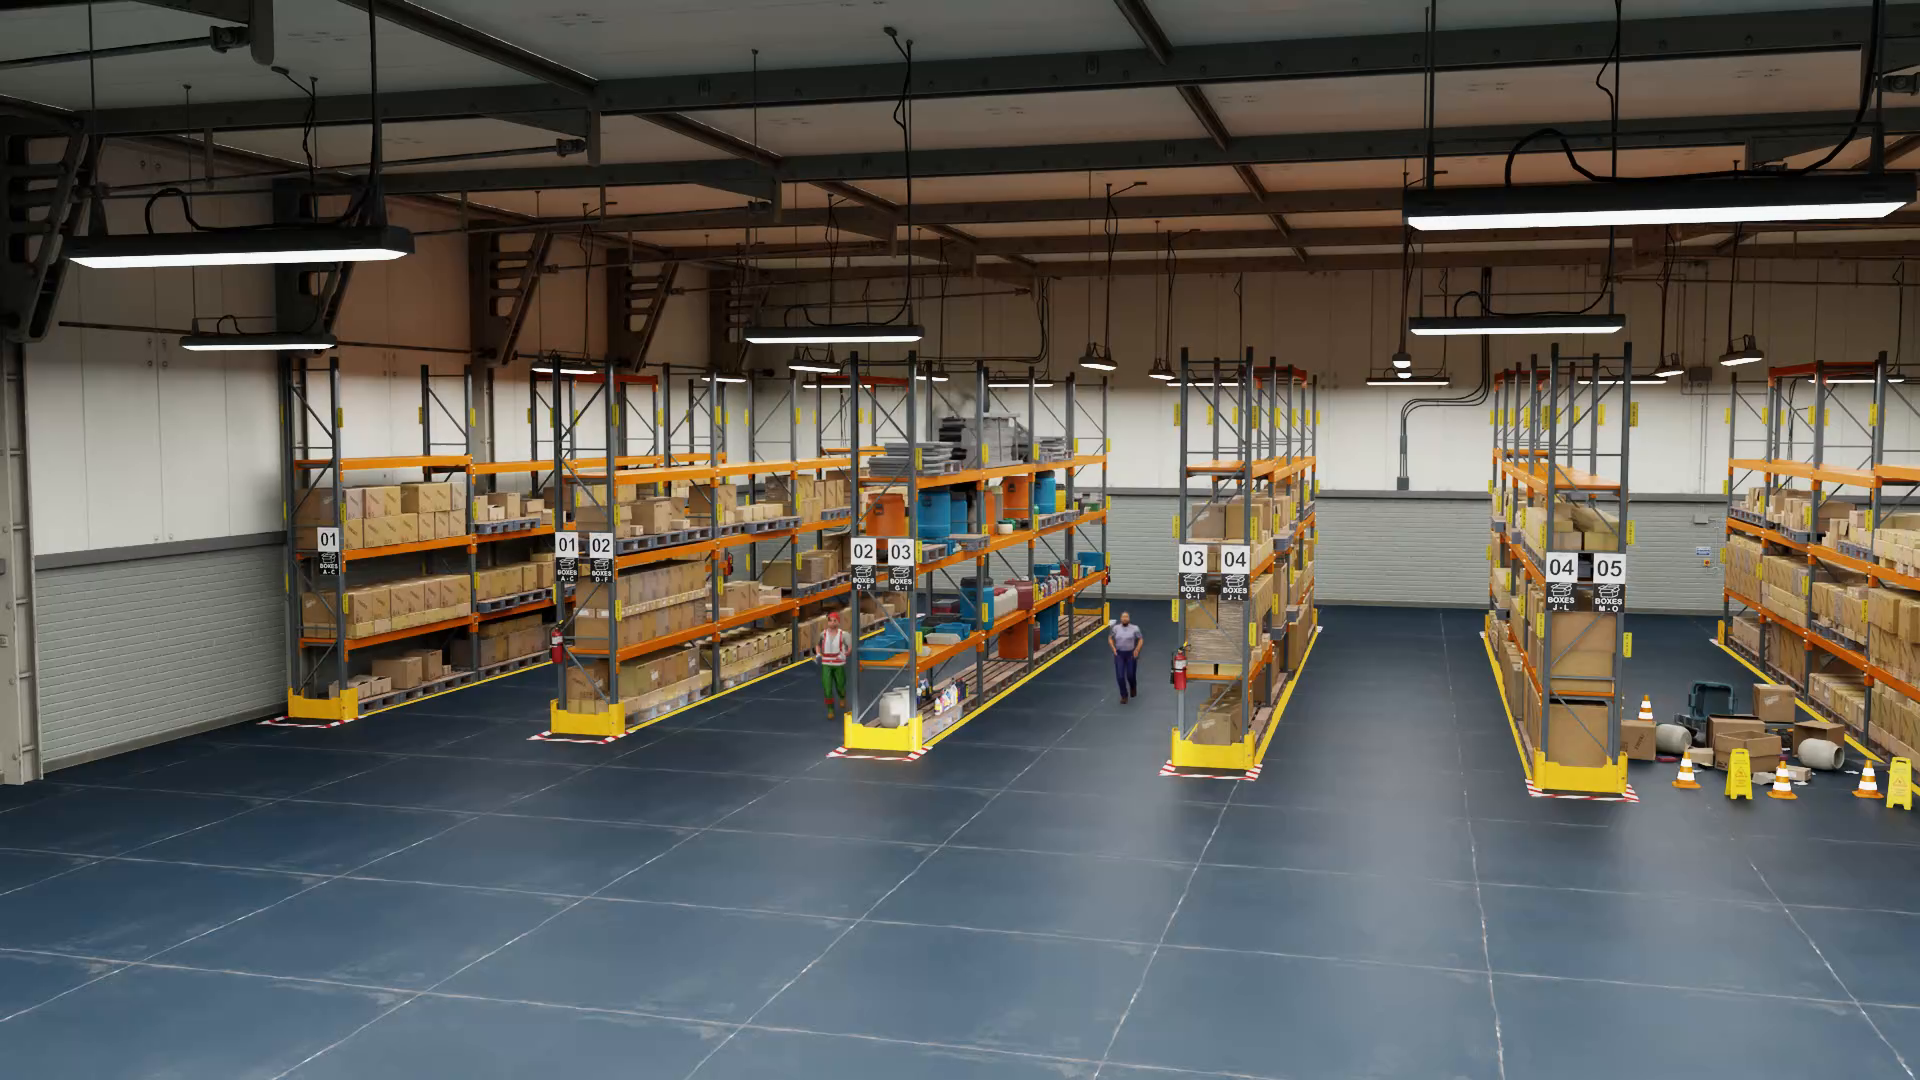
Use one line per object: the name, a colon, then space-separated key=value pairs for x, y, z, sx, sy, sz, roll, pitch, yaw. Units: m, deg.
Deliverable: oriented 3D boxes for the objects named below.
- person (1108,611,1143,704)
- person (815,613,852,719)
person: x=2.904 y=2.054 z=29.276 sx=0.613 sy=1.618 sz=0.551 roll=1 pitch=4 yaw=12
person: x=-2.111 y=2.088 z=27.784 sx=0.663 sy=1.747 sz=0.780 roll=0 pitch=4 yaw=6
